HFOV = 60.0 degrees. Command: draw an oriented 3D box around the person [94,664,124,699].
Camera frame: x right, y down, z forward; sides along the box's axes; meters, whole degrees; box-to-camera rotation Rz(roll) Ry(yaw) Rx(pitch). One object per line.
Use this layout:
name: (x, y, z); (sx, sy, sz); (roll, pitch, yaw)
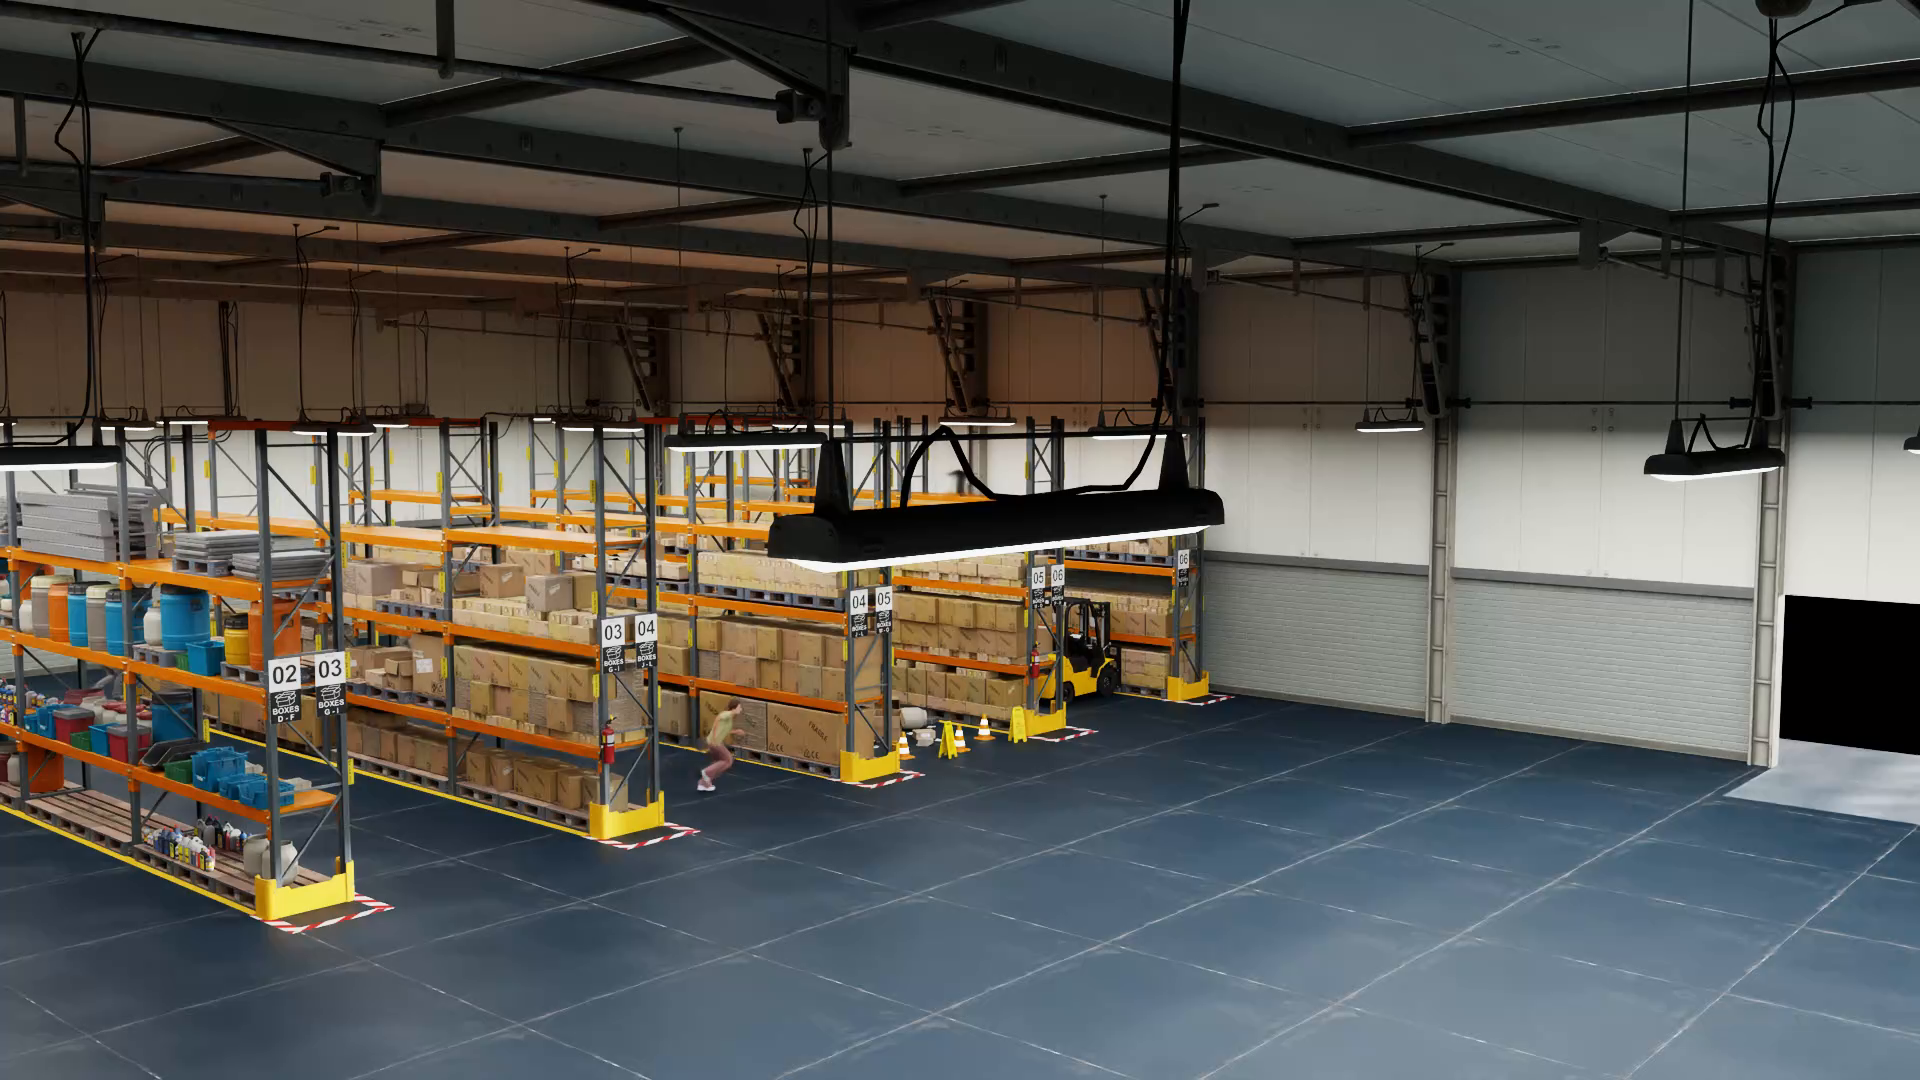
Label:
person: (-18.088, 2.539, 35.353); (0.692, 1.757, 0.662); (2, 5, 20)

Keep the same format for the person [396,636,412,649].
person: (-13.393, 2.169, 40.087); (0.671, 1.713, 1.002); (4, 6, 40)

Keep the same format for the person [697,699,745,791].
person: (-3.882, 3.351, 27.019); (0.792, 1.479, 0.613); (0, 5, -6)
